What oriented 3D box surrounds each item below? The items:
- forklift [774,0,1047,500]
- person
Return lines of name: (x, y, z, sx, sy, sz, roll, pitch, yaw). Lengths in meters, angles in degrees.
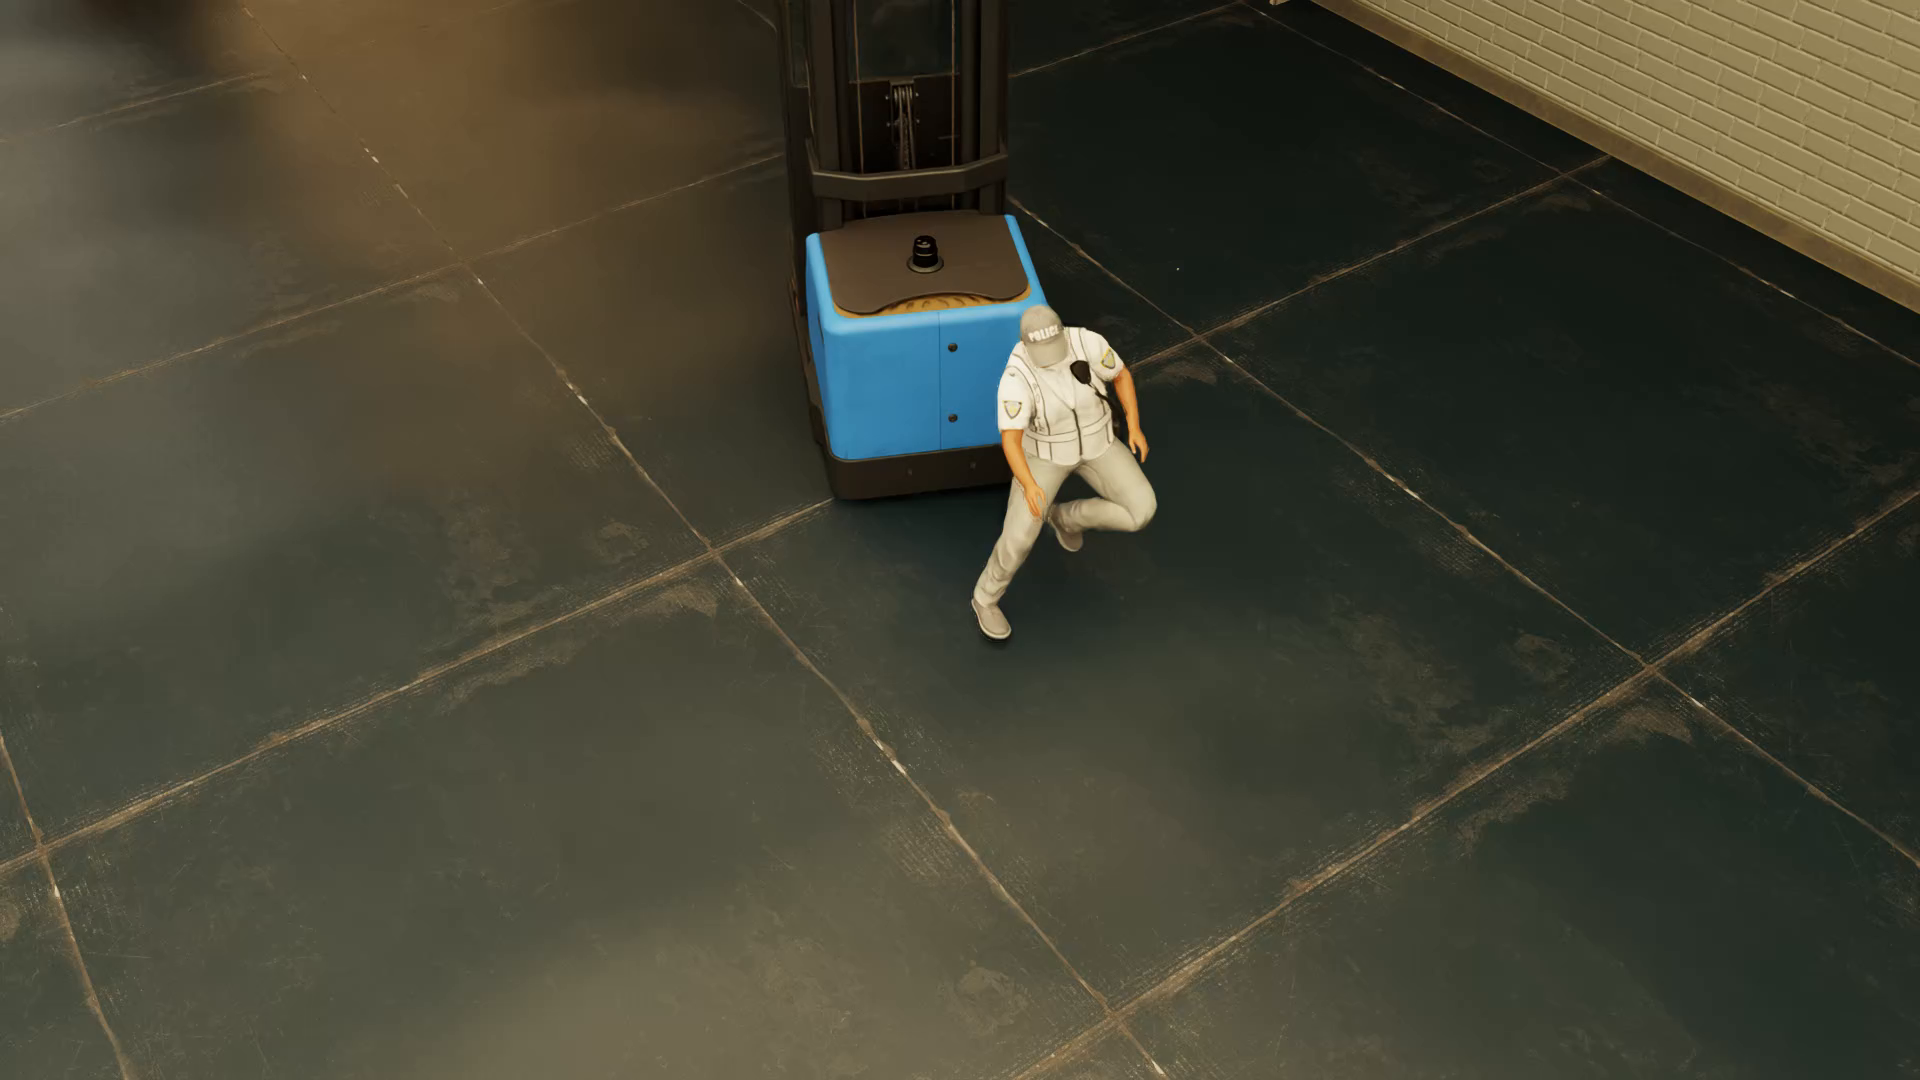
forklift: (-0.355, -2.277, 8.186, 1.130, 2.935, 3.031, -7, 43, -7)
person: (0.435, -0.303, 7.112, 0.799, 1.471, 0.751, -12, 44, -13)
